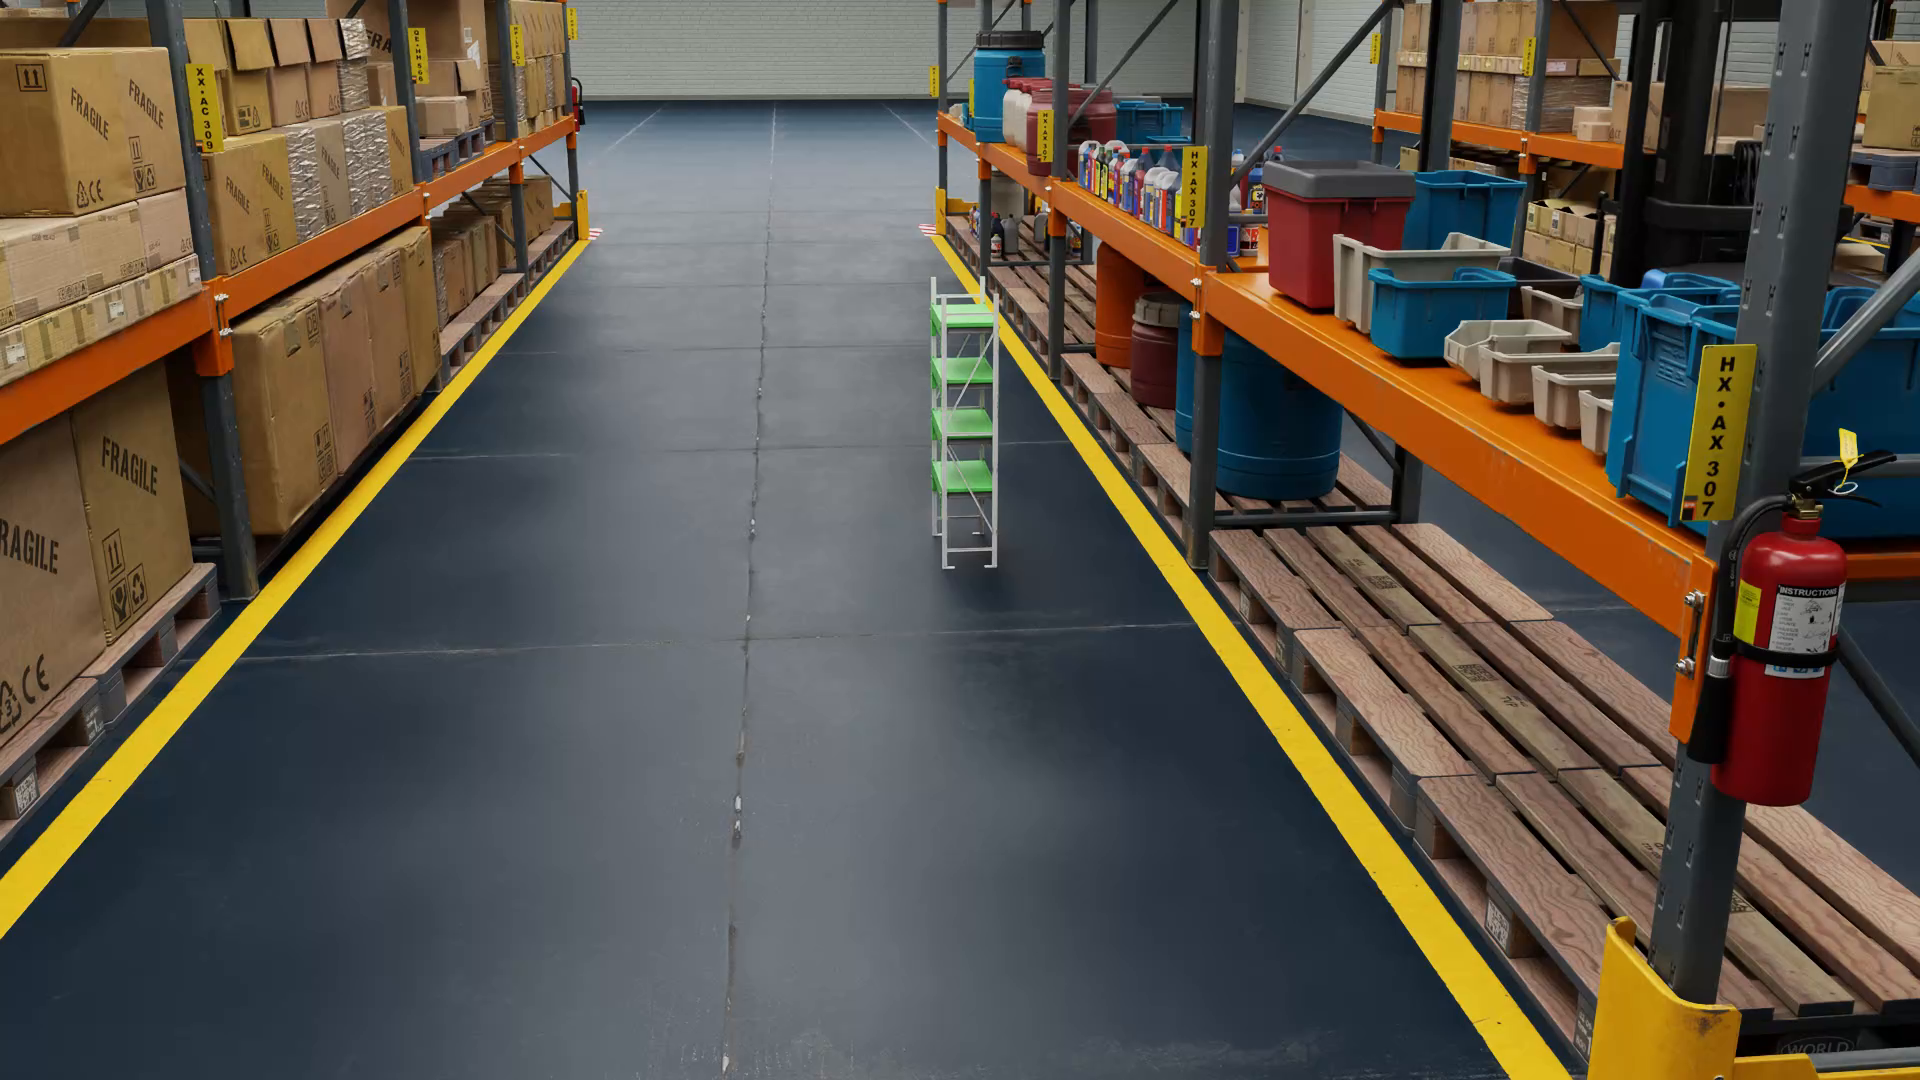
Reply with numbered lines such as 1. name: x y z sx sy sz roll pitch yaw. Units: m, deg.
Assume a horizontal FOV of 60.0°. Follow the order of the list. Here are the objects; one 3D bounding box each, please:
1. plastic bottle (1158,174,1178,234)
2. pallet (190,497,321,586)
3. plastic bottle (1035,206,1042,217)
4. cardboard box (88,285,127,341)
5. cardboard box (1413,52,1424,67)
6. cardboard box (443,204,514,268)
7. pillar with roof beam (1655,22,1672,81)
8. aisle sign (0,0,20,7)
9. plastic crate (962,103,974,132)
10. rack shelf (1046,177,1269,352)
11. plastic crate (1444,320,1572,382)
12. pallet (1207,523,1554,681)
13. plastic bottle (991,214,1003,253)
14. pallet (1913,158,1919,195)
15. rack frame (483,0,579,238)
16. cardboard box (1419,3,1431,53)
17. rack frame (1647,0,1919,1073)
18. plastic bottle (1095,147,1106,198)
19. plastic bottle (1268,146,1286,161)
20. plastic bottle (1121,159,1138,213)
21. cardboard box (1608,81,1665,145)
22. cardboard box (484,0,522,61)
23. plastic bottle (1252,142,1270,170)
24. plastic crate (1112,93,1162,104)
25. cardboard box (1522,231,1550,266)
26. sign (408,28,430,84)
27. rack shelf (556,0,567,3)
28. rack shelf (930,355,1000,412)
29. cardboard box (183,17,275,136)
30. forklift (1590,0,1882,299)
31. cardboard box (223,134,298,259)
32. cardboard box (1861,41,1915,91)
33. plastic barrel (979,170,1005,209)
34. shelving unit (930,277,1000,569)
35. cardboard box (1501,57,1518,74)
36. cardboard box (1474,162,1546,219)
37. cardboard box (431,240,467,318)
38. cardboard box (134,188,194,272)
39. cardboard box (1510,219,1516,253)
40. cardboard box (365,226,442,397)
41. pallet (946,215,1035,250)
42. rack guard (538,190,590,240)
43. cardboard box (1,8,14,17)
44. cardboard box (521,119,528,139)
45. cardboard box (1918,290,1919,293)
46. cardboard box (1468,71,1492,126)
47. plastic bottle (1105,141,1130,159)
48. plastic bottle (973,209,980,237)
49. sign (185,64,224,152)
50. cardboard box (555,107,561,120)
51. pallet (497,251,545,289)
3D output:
1. plastic bottle: 1.052 -1.634 8.082 0.152 0.276 0.135 -2 18 -6
2. pallet: -3.577 -0.071 7.551 1.003 0.211 1.213 -2 18 -6
3. plastic bottle: 0.784 -3.203 16.672 0.061 0.283 0.133 -2 18 -6
4. cardboard box: -2.986 -0.744 5.457 0.380 0.149 0.250 -1 17 -5
5. cardboard box: 5.074 -5.135 17.775 0.380 0.149 0.250 -2 18 -5
6. cardboard box: -4.250 -2.686 14.696 0.500 0.500 0.500 -2 18 -7
7. pillar with roof beam: 6.152 -9.543 23.052 9.100 9.000 0.400 -2 18 -6
8. aisle sign: -9.910 -5.878 17.053 0.394 0.787 0.004 -2 18 -6
9. plastic crate: 0.294 -3.961 15.534 0.499 0.251 0.616 -2 18 -6
10. rack shelf: 1.297 -1.580 8.902 1.077 0.370 4.000 -2 18 -6
11. plastic crate: 1.534 -0.532 4.704 0.298 0.136 0.250 -2 18 -6
12. pallet: 1.618 0.221 6.620 1.003 0.211 1.213 -2 18 -6
13. plastic bottle: 0.325 -2.840 15.402 0.144 0.351 0.185 -2 18 -7
14. pallet: 6.224 -2.000 9.360 1.003 0.211 1.213 -2 18 -6
15. rack frame: -4.661 -4.749 17.797 1.000 3.000 0.127 -2 18 -6
16. cardboard box: 5.294 -5.409 17.566 0.700 0.500 0.500 -2 18 -7
17. rack frame: 1.913 -0.135 3.100 0.949 2.616 0.053 -2 18 -6
18. plastic bottle: 0.830 -2.145 9.696 0.061 0.283 0.133 -2 18 -6
19. plastic bottle: 1.683 -1.904 8.816 0.144 0.351 0.185 -2 18 -6
20. plastic bottle: 0.957 -1.907 8.952 0.152 0.276 0.135 -2 18 -6
21. cardboard box: 5.723 -3.524 13.727 0.500 0.500 0.500 -1 17 -2
22. cardboard box: -4.042 -4.366 14.243 0.500 0.500 0.500 -2 18 -6
23. plastic bottle: 1.650 -1.999 9.118 0.144 0.351 0.185 -2 18 -6
24. plastic crate: 1.229 -3.040 12.246 0.402 0.464 0.583 -2 18 -6
25. cardboard box: 5.401 -2.623 14.914 0.500 0.250 0.500 -2 18 -7
26. sign: -3.284 -2.936 10.089 0.100 0.325 0.005 -2 18 -6
27. rack shelf: -4.454 -5.241 15.557 1.077 0.370 4.000 -2 18 -6
28. rack shelf: 0.017 -0.691 7.288 0.258 0.148 0.480 -2 18 -6
29. cardboard box: -3.556 -2.095 7.501 0.797 0.503 0.637 -2 17 -5
30. forklift: 4.093 -1.963 9.035 1.130 2.935 3.031 2 18 6
31. cardboard box: -3.274 -1.516 7.332 0.500 0.500 0.500 -2 18 -6
32. cardboard box: 9.959 -5.051 17.723 0.500 0.500 0.500 -2 18 -7
33. plastic barrel: 0.410 -3.722 17.977 0.421 0.512 0.421 0 17 0
34. shelving unit: 0.017 -0.523 7.340 0.258 1.200 0.503 -2 18 -6
35. cardboard box: 5.312 -4.446 15.580 0.380 0.149 0.250 -2 18 -7
36. cardboard box: 5.301 -3.389 16.103 0.500 0.500 0.500 -2 18 -6
37. cardboard box: -4.060 -1.916 12.210 0.700 0.500 0.500 0 17 -1
38. cardboard box: -3.116 -1.121 5.993 0.500 0.250 0.500 -2 18 -7
39. cardboard box: 5.341 -2.882 15.739 0.500 0.250 0.500 -2 18 -6
40. cardboard box: -3.785 -1.346 9.803 1.225 0.875 0.875 -3 18 -8
41. pallet: 0.399 -3.308 17.863 1.003 0.211 1.213 -2 18 -6
42. rack guard: -4.653 -3.534 18.099 1.175 0.500 0.348 -2 18 -6
43. cardboard box: -9.534 -4.769 15.807 0.875 0.550 0.550 -2 18 -6
44. cardboard box: -3.984 -3.586 14.510 0.380 0.149 0.250 -2 18 -6
45. cardboard box: 5.887 -1.238 10.052 0.500 0.500 0.500 -2 18 -6
46. cardboard box: 5.445 -4.349 16.354 0.700 0.500 0.500 -2 17 -5
47. plastic bottle: 0.965 -2.325 10.283 0.152 0.276 0.135 -2 18 -6
48. plastic bottle: 0.178 -3.158 16.550 0.097 0.271 0.097 0 17 0
49. sign: -2.871 -1.642 6.323 0.100 0.325 0.005 -2 18 -6
50. cardboard box: -4.324 -4.403 17.115 0.380 0.149 0.250 -2 18 -6
51. pallet: -4.352 -2.426 15.052 1.003 0.211 1.213 -2 18 -6
